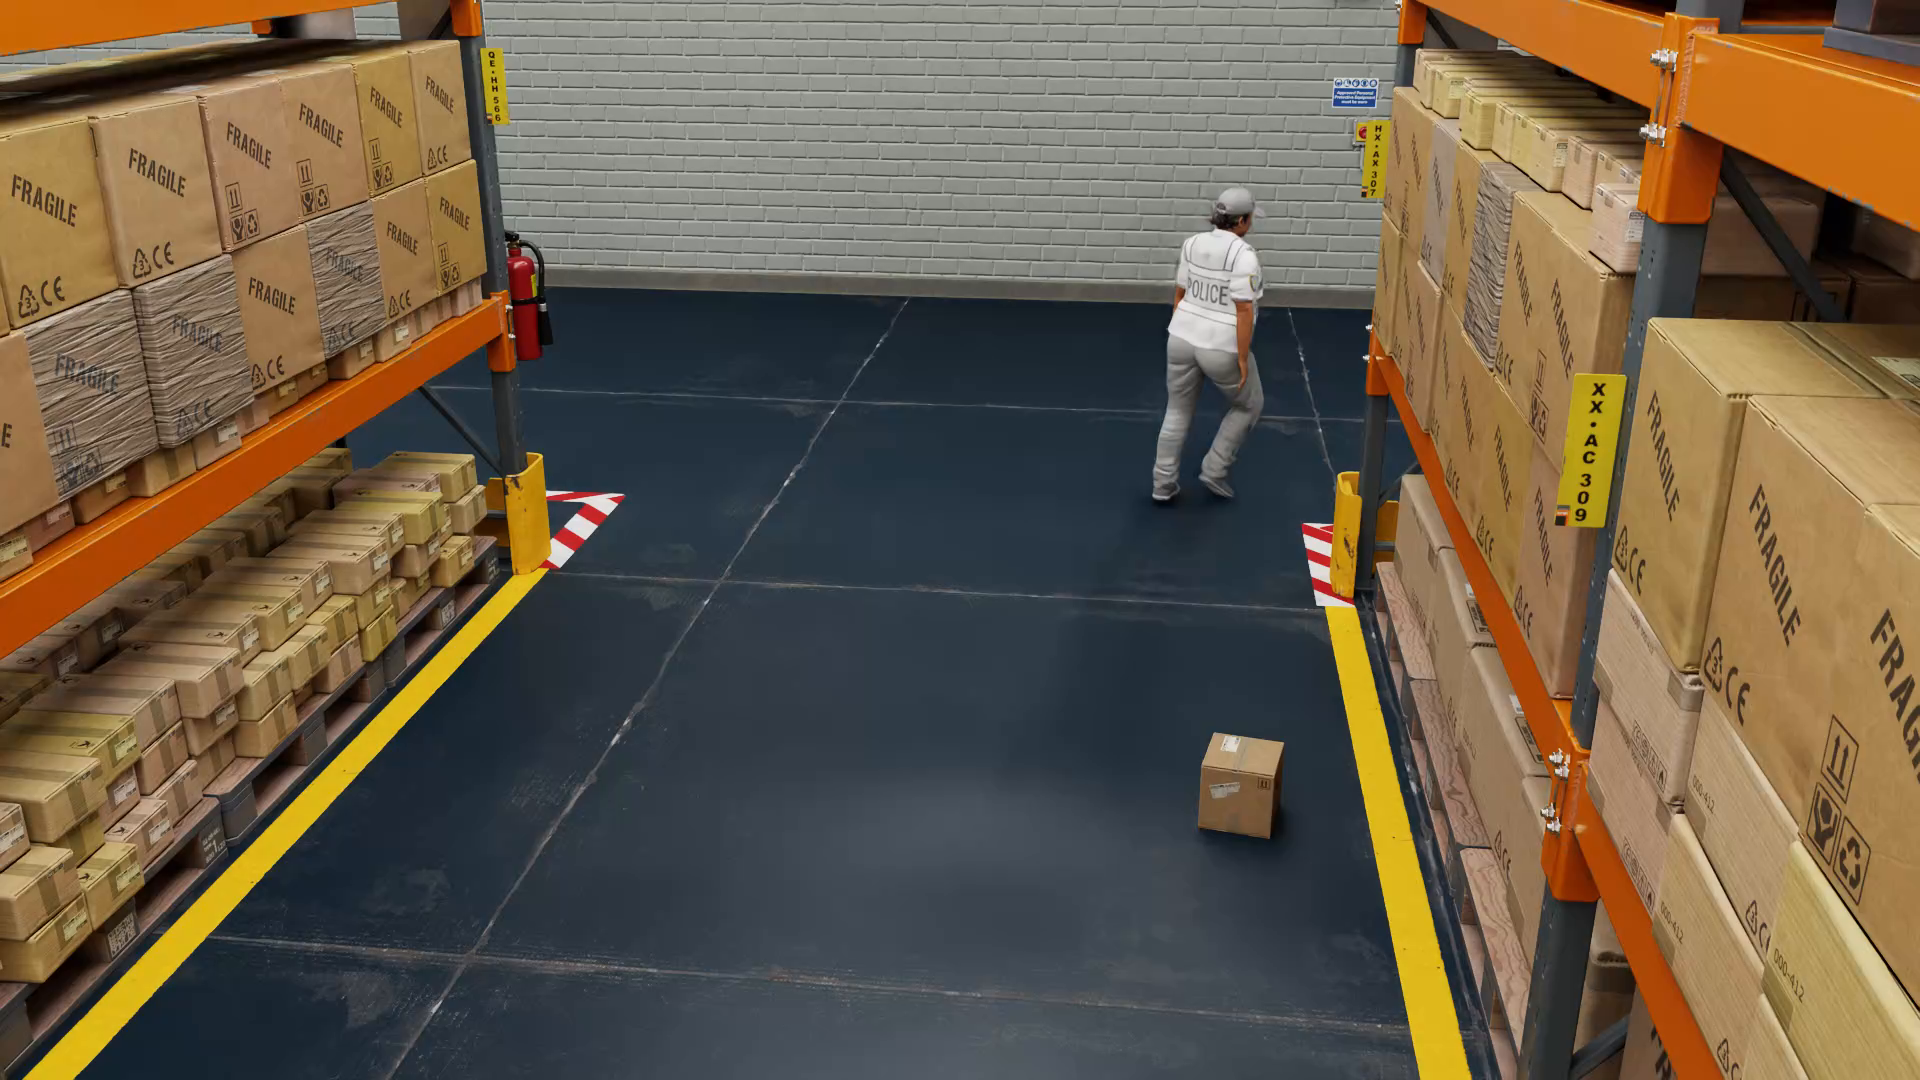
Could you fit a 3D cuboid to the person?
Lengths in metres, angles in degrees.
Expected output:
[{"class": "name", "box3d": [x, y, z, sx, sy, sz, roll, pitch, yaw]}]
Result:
[{"class": "person", "box3d": [1.292, -0.967, 8.598, 0.557, 1.698, 0.513, 17, 27, 36]}]
